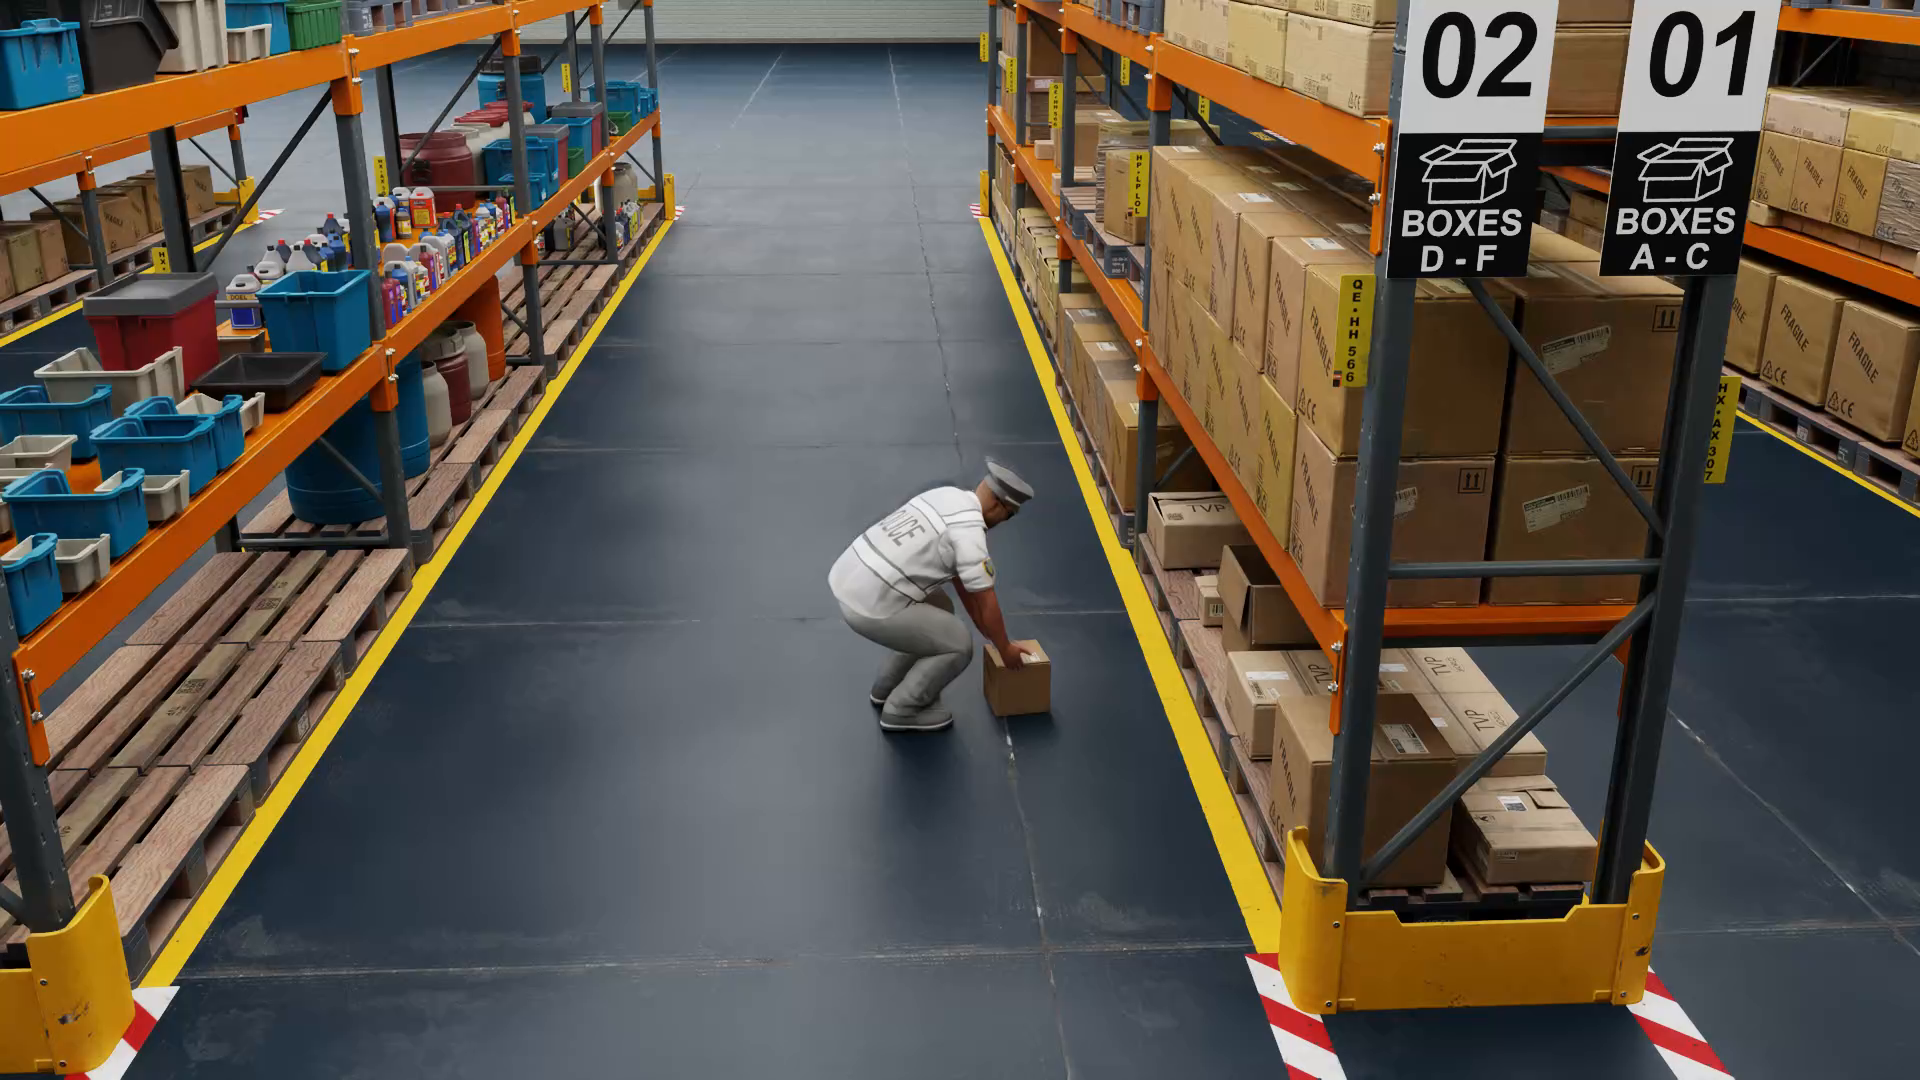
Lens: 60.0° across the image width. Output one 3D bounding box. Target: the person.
[{"bbox_3d":[-0.119,0.233,7.349,0.923,1.124,0.573,-5,21,-12],"label":"person"}]
